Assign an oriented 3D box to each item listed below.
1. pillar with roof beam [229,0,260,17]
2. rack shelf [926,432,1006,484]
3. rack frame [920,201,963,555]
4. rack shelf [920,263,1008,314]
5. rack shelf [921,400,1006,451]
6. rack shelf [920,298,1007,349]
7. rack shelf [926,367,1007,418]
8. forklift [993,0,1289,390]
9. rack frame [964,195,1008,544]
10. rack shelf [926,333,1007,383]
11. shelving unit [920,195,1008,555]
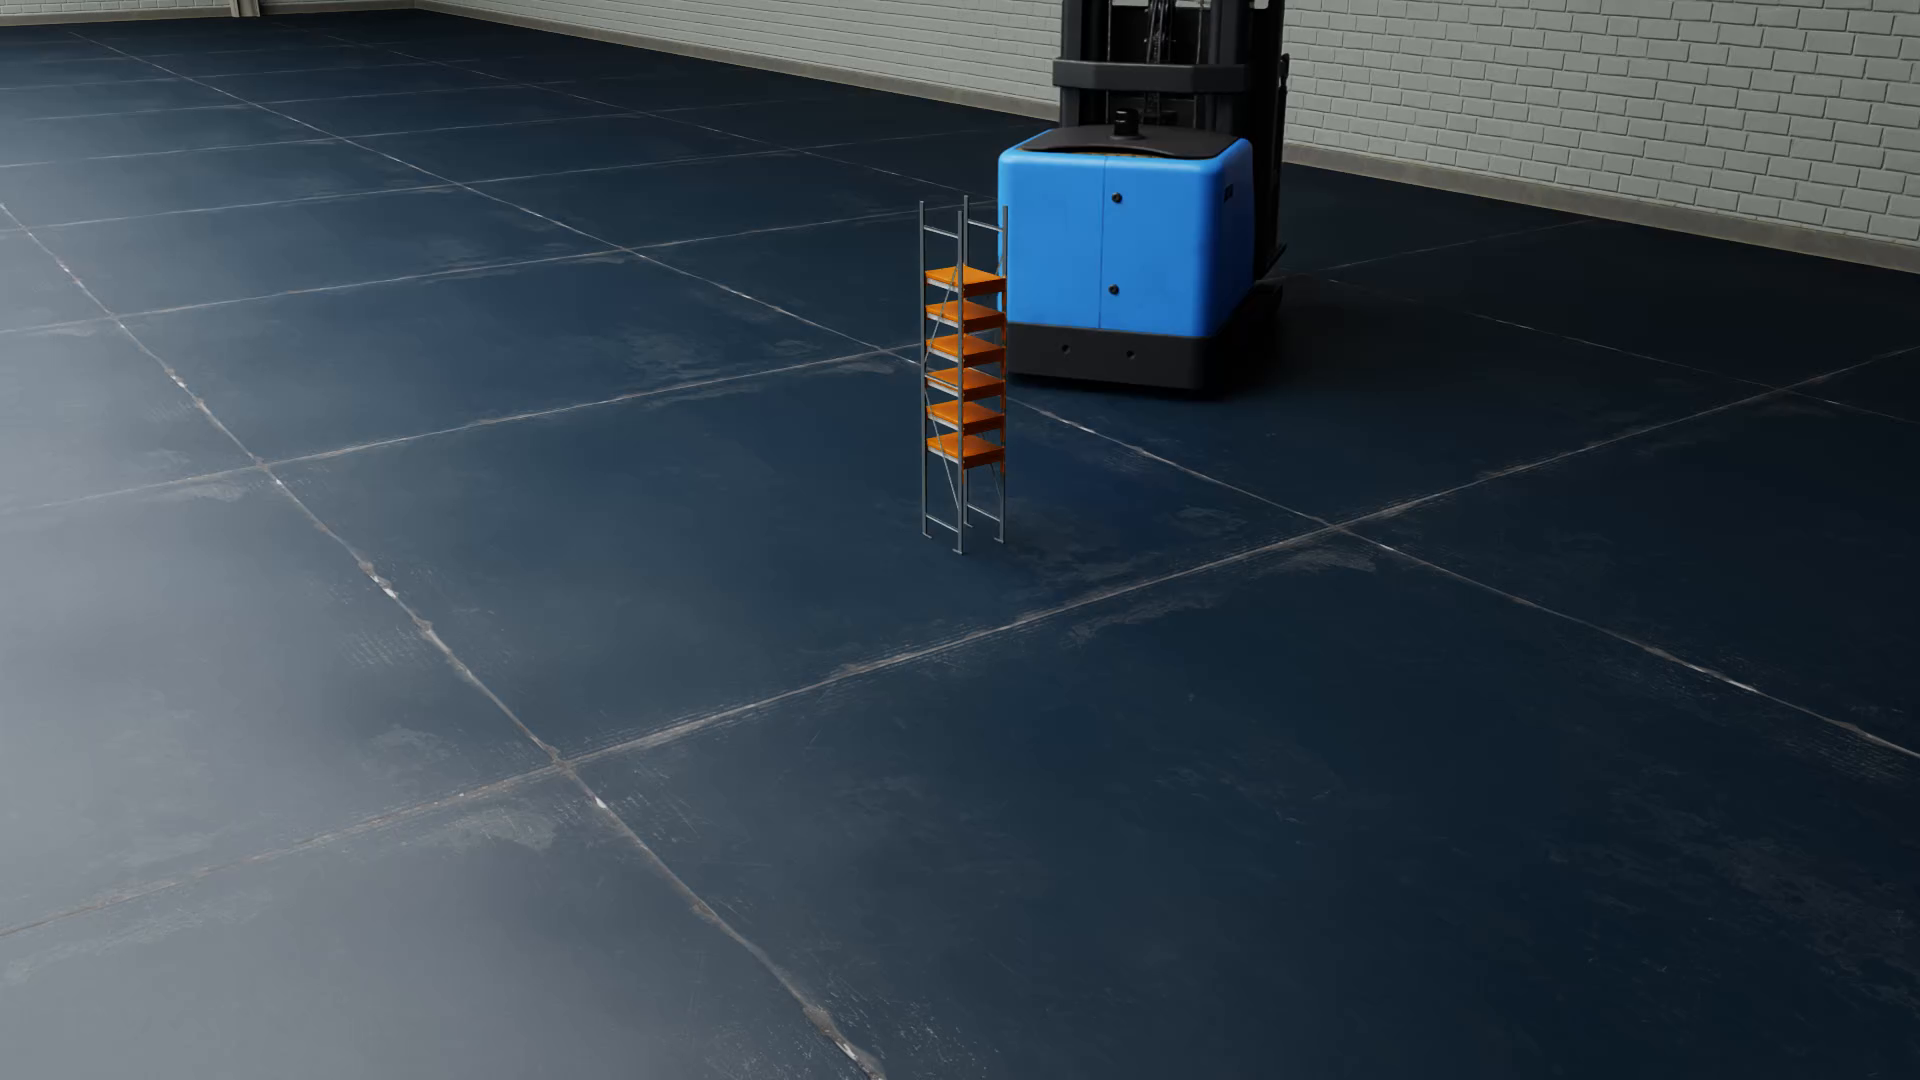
[{"bbox_3d":[-9.637,-11.800,23.389,0.400,9.000,9.100,-15,26,-33],"label":"pillar with roof beam"},{"bbox_3d":[0.012,-0.296,5.849,0.180,0.103,0.258,-15,26,-33],"label":"rack shelf"},{"bbox_3d":[-0.063,-0.541,5.694,0.006,1.200,0.240,-15,26,-33],"label":"rack frame"},{"bbox_3d":[0.012,-0.853,5.627,0.180,0.103,0.258,-15,26,-33],"label":"rack shelf"},{"bbox_3d":[0.012,-0.408,5.805,0.180,0.103,0.258,-15,26,-33],"label":"rack shelf"},{"bbox_3d":[0.012,-0.742,5.671,0.180,0.103,0.258,-15,26,-33],"label":"rack shelf"},{"bbox_3d":[0.012,-0.519,5.760,0.180,0.103,0.258,-15,26,-33],"label":"rack shelf"},{"bbox_3d":[1.114,-2.551,8.396,1.130,2.935,3.031,7,23,17],"label":"forklift"},{"bbox_3d":[0.086,-0.580,5.794,0.006,1.200,0.240,-15,26,-33],"label":"rack frame"},{"bbox_3d":[0.012,-0.631,5.716,0.180,0.103,0.258,-15,26,-33],"label":"rack shelf"},{"bbox_3d":[0.012,-0.560,5.744,0.189,1.200,0.258,-15,26,-33],"label":"shelving unit"}]
